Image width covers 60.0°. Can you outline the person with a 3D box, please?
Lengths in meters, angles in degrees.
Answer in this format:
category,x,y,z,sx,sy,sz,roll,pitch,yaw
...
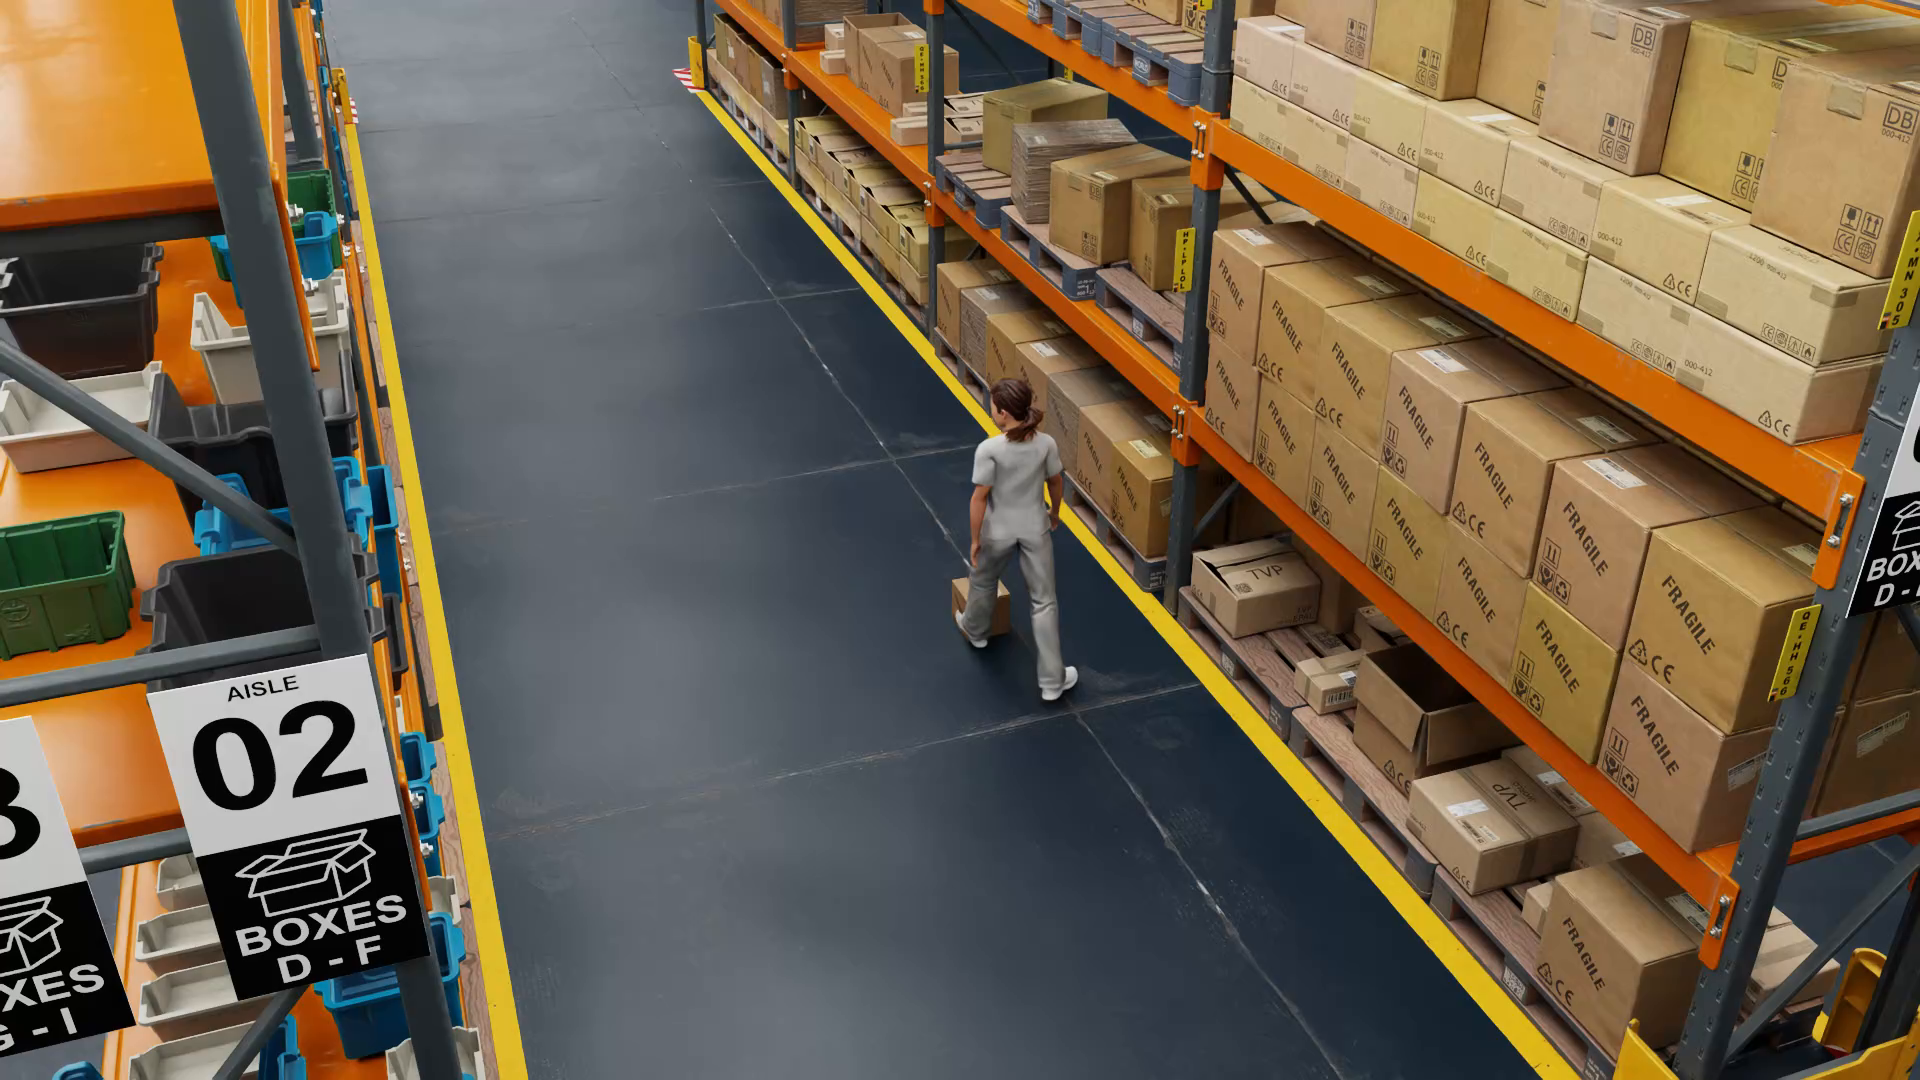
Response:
category,x,y,z,sx,sy,sz,roll,pitch,yaw
person,0.304,-0.065,8.451,0.572,1.639,0.871,-3,30,-6
